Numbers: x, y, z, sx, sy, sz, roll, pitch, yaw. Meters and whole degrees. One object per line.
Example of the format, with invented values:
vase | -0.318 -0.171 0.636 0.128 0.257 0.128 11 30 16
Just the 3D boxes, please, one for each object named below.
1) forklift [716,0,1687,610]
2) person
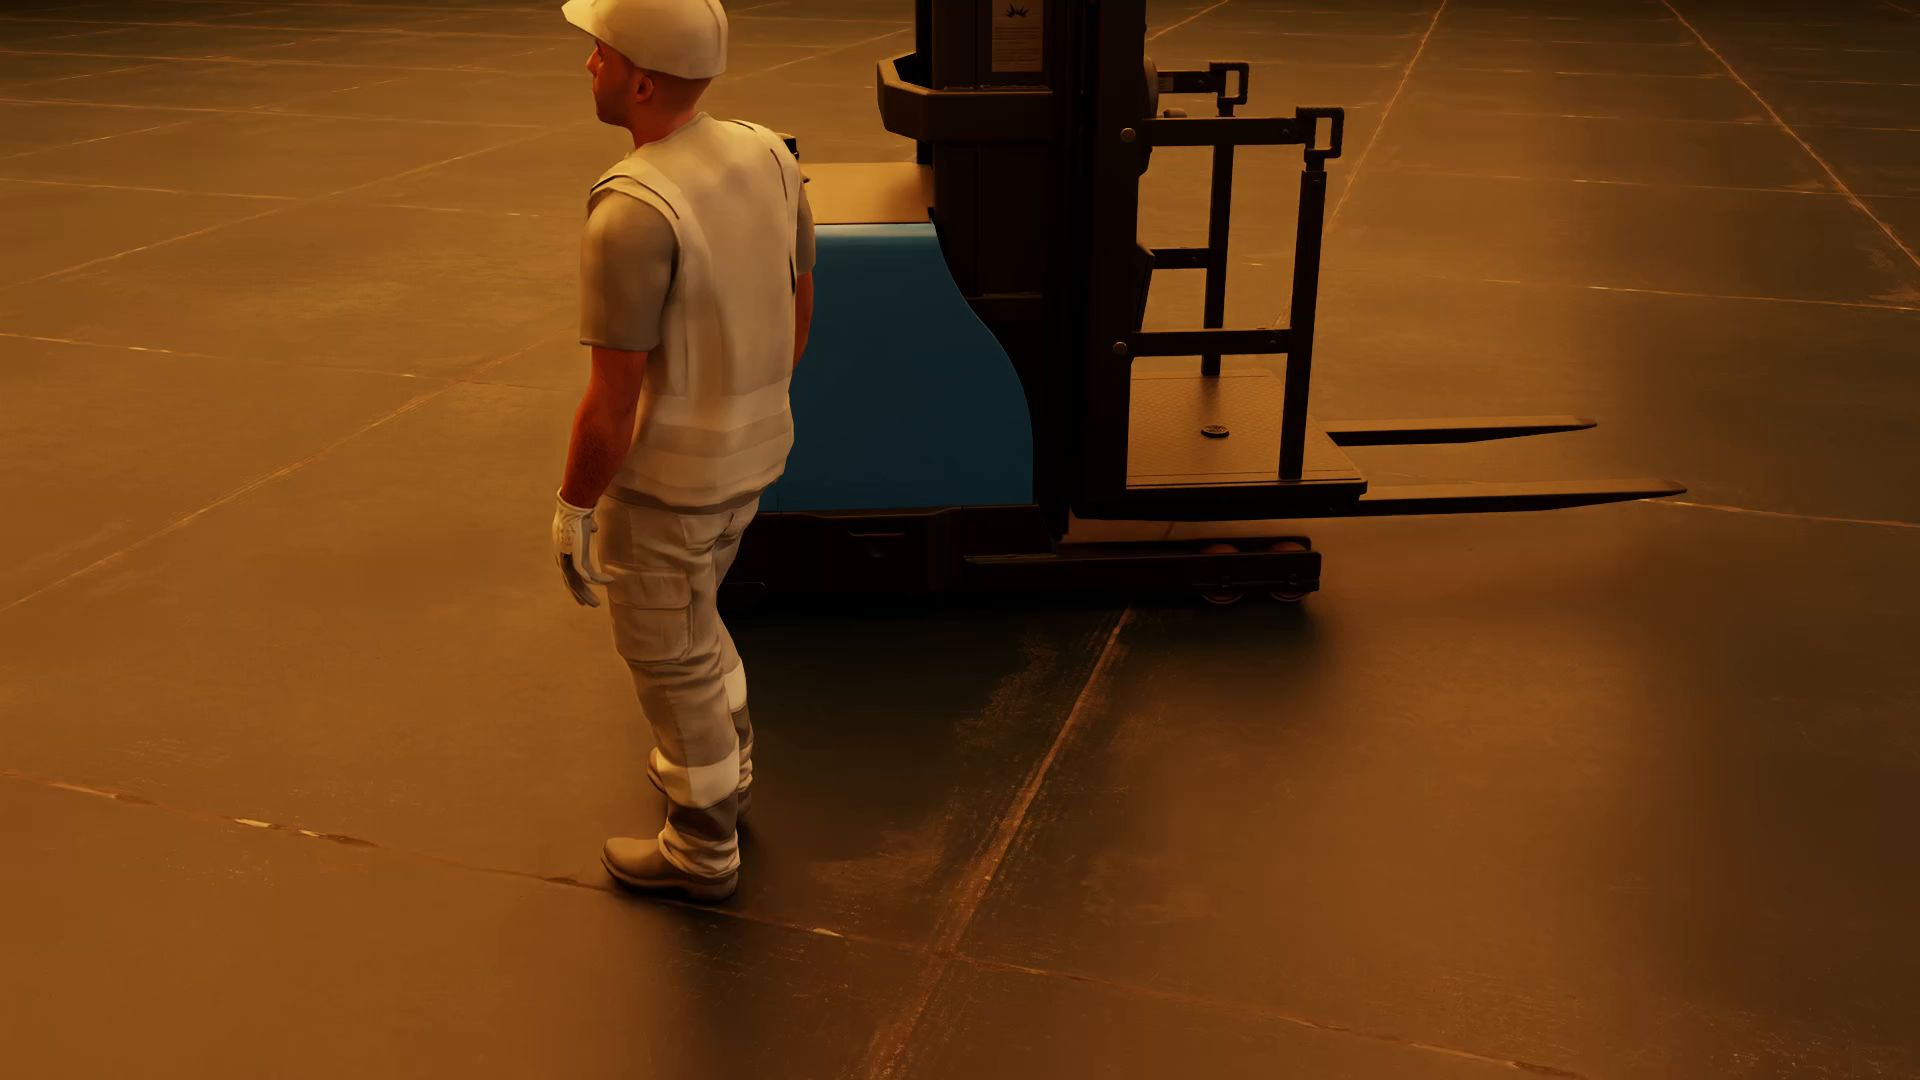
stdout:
forklift | 0.606 -1.374 4.608 3.031 2.935 1.130 -2 23 -4
person | -0.571 -0.139 3.093 0.560 1.788 0.638 12 25 26
